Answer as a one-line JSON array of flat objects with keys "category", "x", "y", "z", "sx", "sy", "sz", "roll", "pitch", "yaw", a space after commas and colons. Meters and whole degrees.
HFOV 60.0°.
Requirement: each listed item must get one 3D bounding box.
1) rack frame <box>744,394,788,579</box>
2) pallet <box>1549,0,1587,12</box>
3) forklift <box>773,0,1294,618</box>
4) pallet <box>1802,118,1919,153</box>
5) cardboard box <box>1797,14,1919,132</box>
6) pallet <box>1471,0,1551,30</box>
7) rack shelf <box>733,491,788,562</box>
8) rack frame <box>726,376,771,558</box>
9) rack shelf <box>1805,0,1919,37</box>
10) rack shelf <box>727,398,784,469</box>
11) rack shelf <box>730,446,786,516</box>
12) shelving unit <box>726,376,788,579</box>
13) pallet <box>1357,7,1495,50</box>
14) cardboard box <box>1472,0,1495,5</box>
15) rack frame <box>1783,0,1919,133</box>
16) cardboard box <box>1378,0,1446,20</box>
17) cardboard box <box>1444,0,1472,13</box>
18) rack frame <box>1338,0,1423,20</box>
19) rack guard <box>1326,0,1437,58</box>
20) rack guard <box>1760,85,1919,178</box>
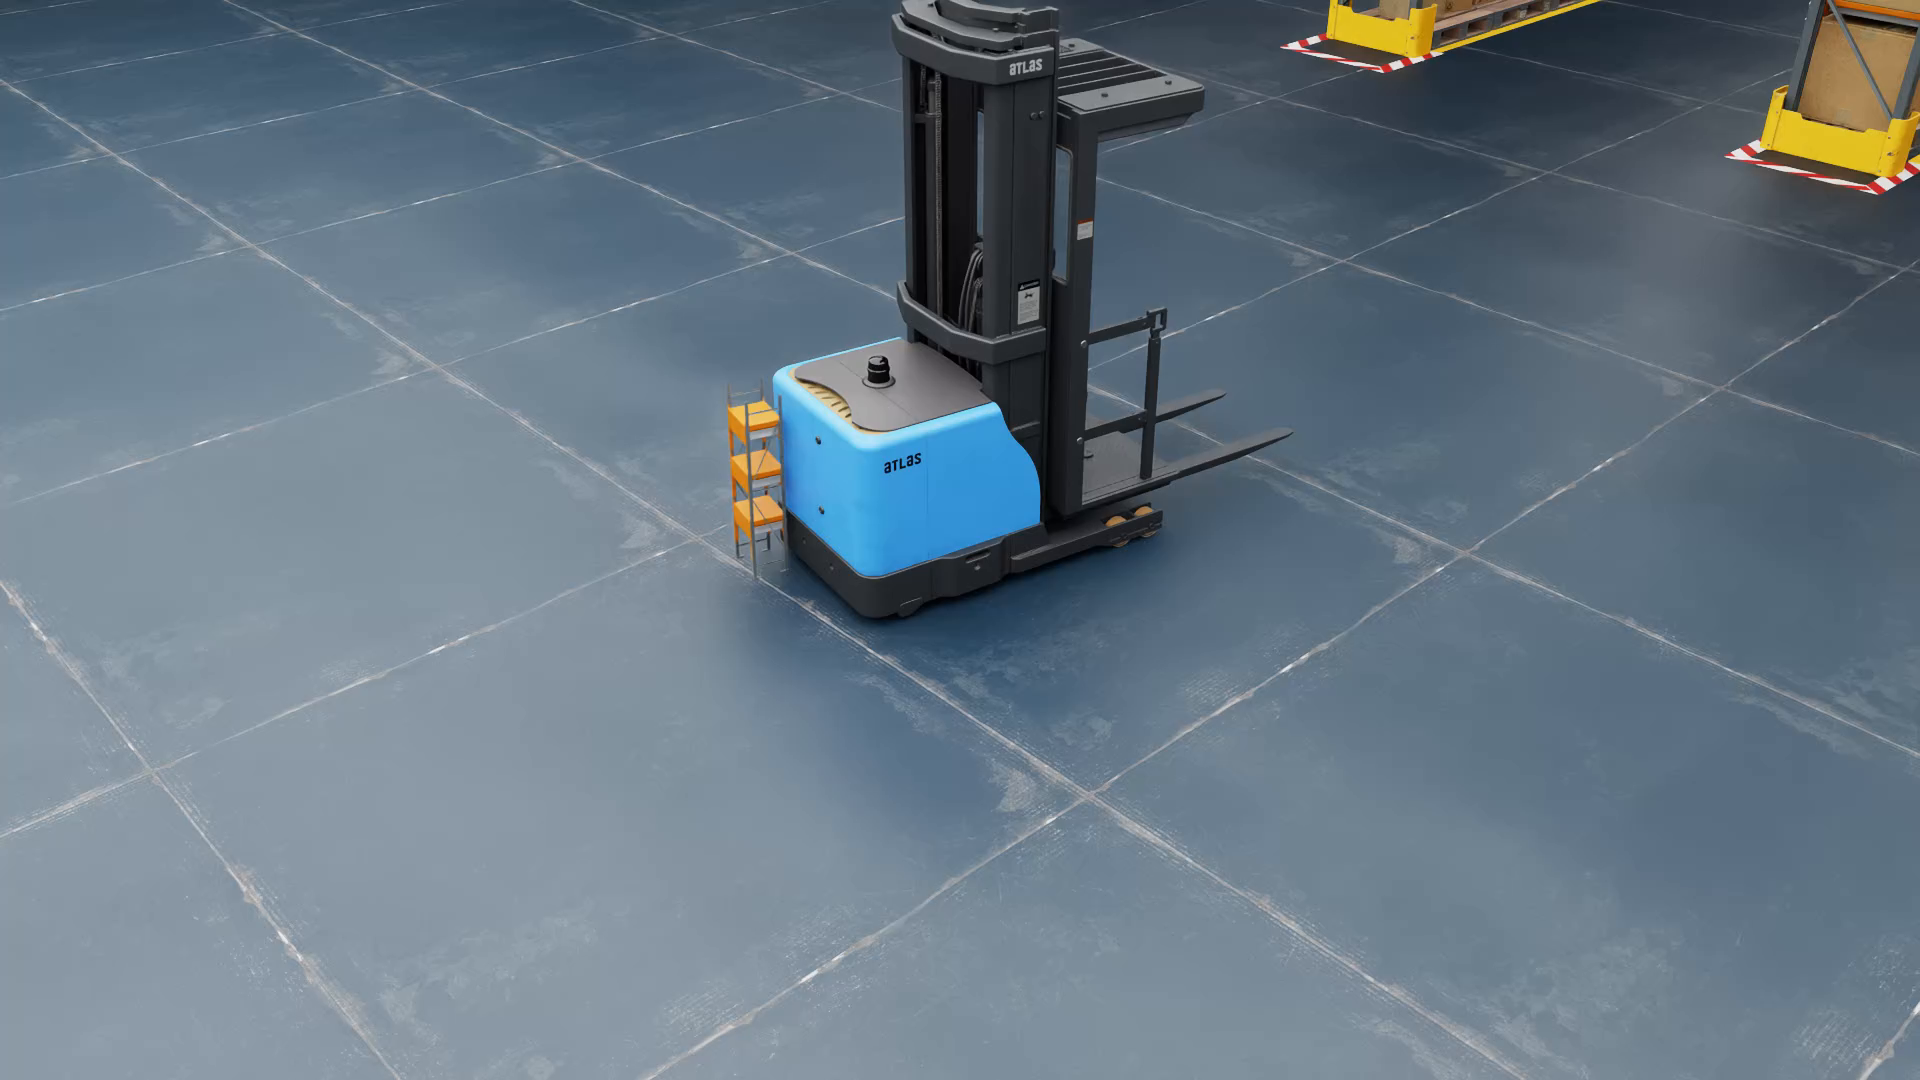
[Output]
[{"category": "rack frame", "x": -1.006, "y": -0.265, "z": 8.672, "sx": 0.200, "sy": 1.050, "sz": 0.008, "roll": -15, "pitch": 34, "yaw": -25}, {"category": "pallet", "x": 6.937, "y": -6.603, "z": 19.846, "sx": 1.213, "sy": 0.211, "sz": 1.003, "roll": -26, "pitch": 40, "yaw": -35}, {"category": "forklift", "x": 0.529, "y": -1.427, "z": 8.773, "sx": 3.031, "sy": 2.935, "sz": 1.130, "roll": -18, "pitch": 36, "yaw": -27}, {"category": "pallet", "x": 8.304, "y": -3.816, "z": 15.289, "sx": 1.213, "sy": 0.211, "sz": 1.003, "roll": -26, "pitch": 40, "yaw": -35}, {"category": "cardboard box", "x": 8.223, "y": -4.231, "z": 14.928, "sx": 0.875, "sy": 0.875, "sz": 0.875, "roll": -26, "pitch": 40, "yaw": -35}, {"category": "pallet", "x": 6.042, "y": -6.168, "z": 19.135, "sx": 1.213, "sy": 0.211, "sz": 1.003, "roll": -26, "pitch": 40, "yaw": -35}, {"category": "rack shelf", "x": -1.070, "y": -0.073, "z": 8.911, "sx": 0.215, "sy": 0.259, "sz": 0.240, "roll": -15, "pitch": 34, "yaw": -25}, {"category": "rack frame", "x": -1.123, "y": -0.376, "z": 8.854, "sx": 0.200, "sy": 1.050, "sz": 0.008, "roll": -15, "pitch": 34, "yaw": -25}, {"category": "rack shelf", "x": 9.237, "y": -5.095, "z": 15.396, "sx": 4.000, "sy": 0.370, "sz": 1.077, "roll": -26, "pitch": 40, "yaw": -35}, {"category": "rack shelf", "x": -1.059, "y": -0.555, "z": 8.623, "sx": 0.215, "sy": 0.259, "sz": 0.240, "roll": -15, "pitch": 34, "yaw": -25}, {"category": "rack shelf", "x": -1.064, "y": -0.311, "z": 8.768, "sx": 0.215, "sy": 0.259, "sz": 0.240, "roll": -15, "pitch": 34, "yaw": -25}, {"category": "shelving unit", "x": -1.064, "y": -0.320, "z": 8.763, "sx": 0.215, "sy": 1.050, "sz": 0.252, "roll": -15, "pitch": 34, "yaw": -25}, {"category": "pallet", "x": 5.148, "y": -5.737, "z": 18.431, "sx": 1.213, "sy": 0.211, "sz": 1.003, "roll": -26, "pitch": 40, "yaw": -35}, {"category": "cardboard box", "x": 5.829, "y": -6.393, "z": 18.824, "sx": 0.500, "sy": 0.500, "sz": 0.500, "roll": -22, "pitch": 38, "yaw": -31}, {"category": "rack frame", "x": 7.771, "y": -4.692, "z": 14.048, "sx": 0.127, "sy": 3.000, "sz": 1.000, "roll": -26, "pitch": 40, "yaw": -35}, {"category": "cardboard box", "x": 4.942, "y": -5.953, "z": 18.104, "sx": 0.500, "sy": 0.500, "sz": 0.500, "roll": -18, "pitch": 36, "yaw": -27}, {"category": "cardboard box", "x": 5.357, "y": -6.179, "z": 18.472, "sx": 0.500, "sy": 0.500, "sz": 0.500, "roll": -15, "pitch": 35, "yaw": -23}, {"category": "rack frame", "x": 4.472, "y": -6.626, "z": 17.210, "sx": 0.127, "sy": 3.000, "sz": 1.000, "roll": -26, "pitch": 40, "yaw": -35}, {"category": "rack guard", "x": 4.528, "y": -5.586, "z": 17.906, "sx": 0.348, "sy": 0.500, "sz": 1.175, "roll": -26, "pitch": 40, "yaw": -35}, {"category": "rack guard", "x": 7.753, "y": -3.617, "z": 14.686, "sx": 0.348, "sy": 0.500, "sz": 1.175, "roll": -26, "pitch": 40, "yaw": -35}]
